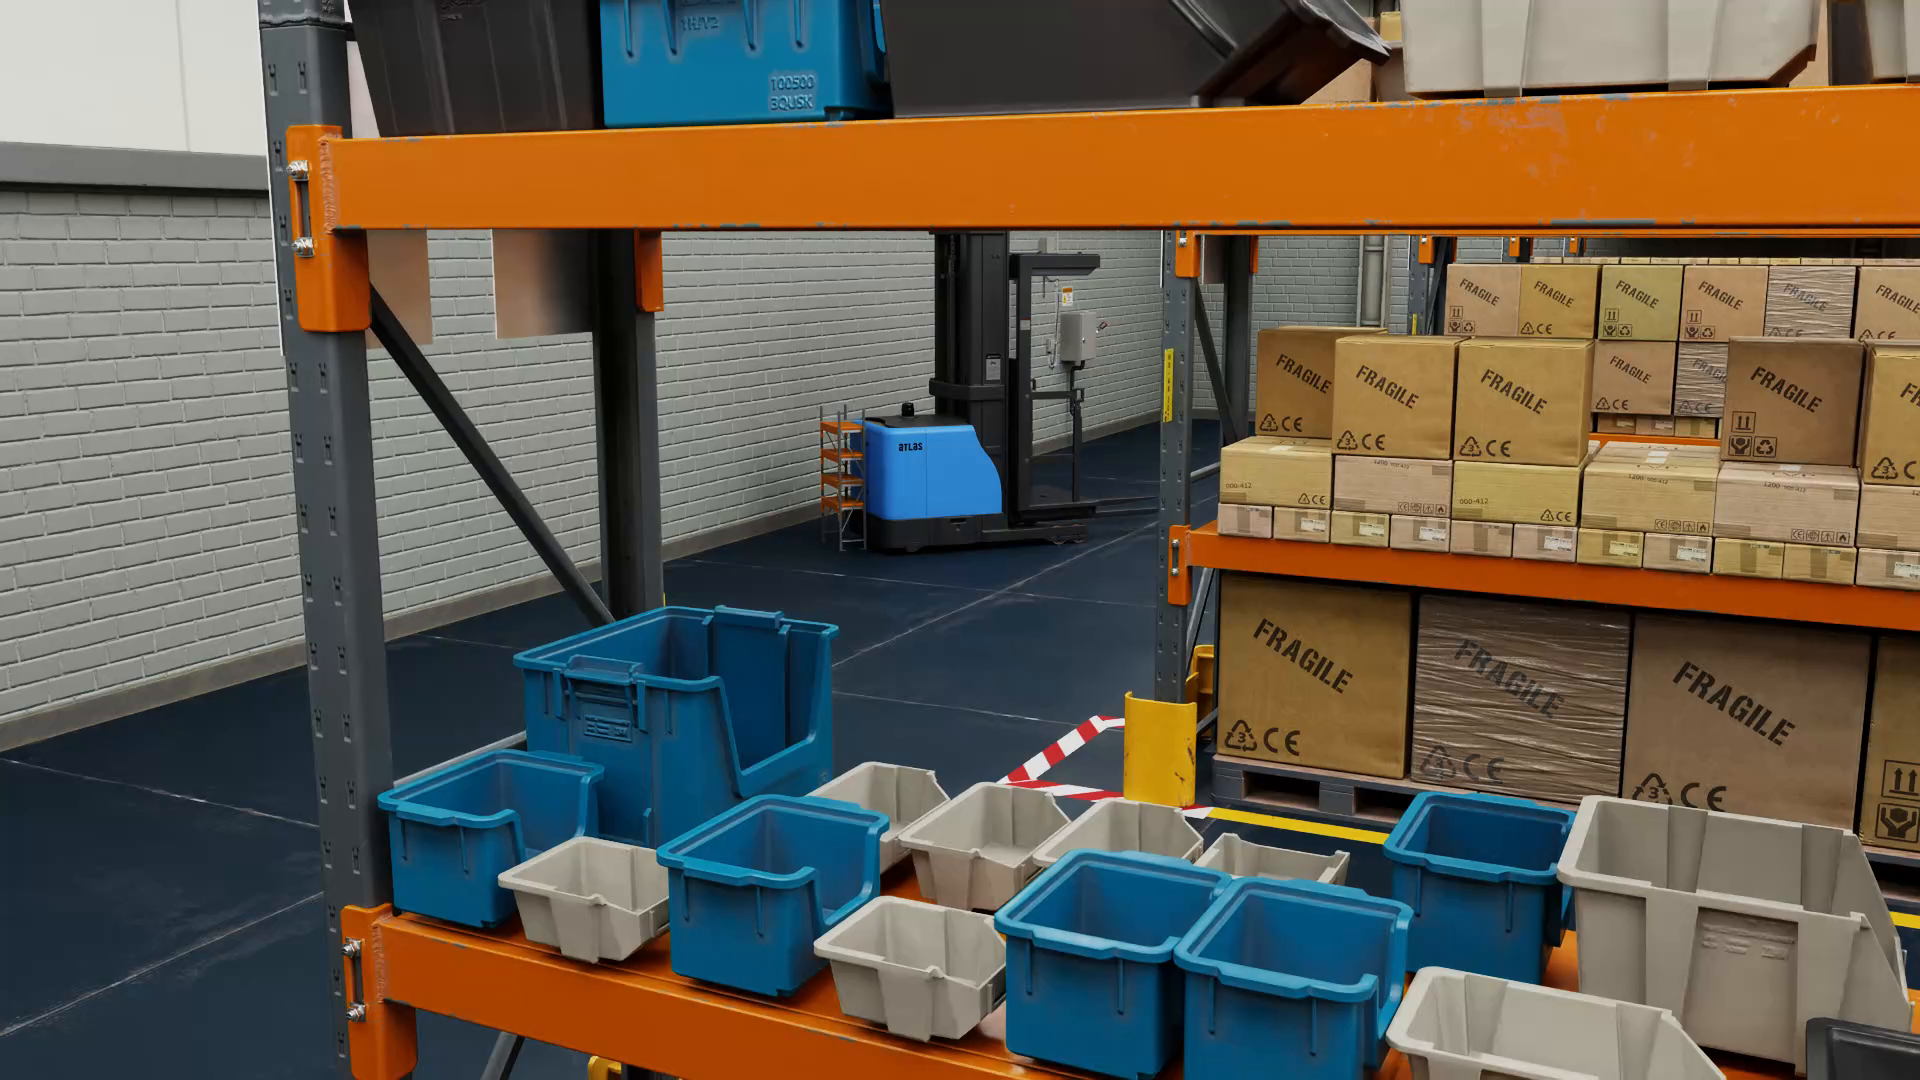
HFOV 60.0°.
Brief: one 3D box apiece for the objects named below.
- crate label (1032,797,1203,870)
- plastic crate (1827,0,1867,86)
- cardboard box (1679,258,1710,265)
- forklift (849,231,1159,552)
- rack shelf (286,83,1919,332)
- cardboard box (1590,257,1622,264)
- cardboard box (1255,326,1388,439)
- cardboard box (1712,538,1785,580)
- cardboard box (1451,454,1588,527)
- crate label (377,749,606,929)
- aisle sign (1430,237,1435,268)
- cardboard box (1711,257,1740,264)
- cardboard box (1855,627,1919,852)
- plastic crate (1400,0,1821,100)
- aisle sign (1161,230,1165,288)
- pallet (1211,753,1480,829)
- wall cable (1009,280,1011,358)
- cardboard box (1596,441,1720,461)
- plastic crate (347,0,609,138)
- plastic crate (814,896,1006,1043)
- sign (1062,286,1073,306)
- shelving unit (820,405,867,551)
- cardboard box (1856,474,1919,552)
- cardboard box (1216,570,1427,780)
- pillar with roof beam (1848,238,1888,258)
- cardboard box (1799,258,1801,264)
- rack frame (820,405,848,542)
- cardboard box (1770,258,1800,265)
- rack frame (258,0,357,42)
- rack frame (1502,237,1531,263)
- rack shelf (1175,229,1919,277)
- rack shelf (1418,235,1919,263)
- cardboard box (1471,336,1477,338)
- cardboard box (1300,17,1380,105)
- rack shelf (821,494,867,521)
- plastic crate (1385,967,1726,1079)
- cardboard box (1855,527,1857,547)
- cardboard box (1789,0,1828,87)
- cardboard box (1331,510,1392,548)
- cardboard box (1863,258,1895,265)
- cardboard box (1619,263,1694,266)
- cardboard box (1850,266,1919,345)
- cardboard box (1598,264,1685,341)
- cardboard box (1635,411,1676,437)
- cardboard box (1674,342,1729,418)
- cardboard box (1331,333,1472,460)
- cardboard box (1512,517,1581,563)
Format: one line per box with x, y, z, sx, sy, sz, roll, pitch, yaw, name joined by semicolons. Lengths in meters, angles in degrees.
0.326;0.649;3.295;0.243;0.136;0.396;5;11;26;crate label
1.595;-0.768;2.496;0.590;0.269;0.497;5;11;26;plastic crate
6.930;-2.587;15.694;0.250;0.149;0.380;5;11;26;cardboard box
0.582;-1.485;14.705;3.031;2.935;1.130;-4;11;-22;forklift
0.794;-0.494;2.637;4.000;0.370;1.077;5;11;26;rack shelf
6.222;-2.644;16.006;0.250;0.149;0.380;5;12;28;cardboard box
1.745;-0.766;8.021;0.500;0.500;0.500;5;11;27;cardboard box
3.208;0.045;6.765;0.250;0.149;0.380;5;11;25;cardboard box
2.421;-0.233;7.178;0.500;0.250;0.500;5;11;24;cardboard box
-0.924;0.595;3.322;0.303;0.233;0.416;5;11;26;crate label
3.545;-2.438;12.479;0.004;0.787;0.394;5;11;26;aisle sign
7.383;-2.652;16.053;0.250;0.149;0.380;5;12;28;cardboard box
4.223;0.768;6.849;0.875;0.875;0.875;5;11;26;cardboard box
0.852;-0.724;2.217;0.530;0.282;0.437;5;11;26;plastic crate
0.995;-1.558;7.616;0.004;0.787;0.394;5;11;26;aisle sign
1.944;1.102;8.051;1.213;0.211;1.003;5;11;26;pallet
0.510;-2.860;19.167;0.123;1.953;0.585;5;11;26;wall cable
3.124;-0.277;7.425;0.500;0.250;0.500;5;11;26;cardboard box
-0.777;-0.867;3.041;0.590;0.269;0.497;5;11;26;plastic crate
-0.064;0.734;2.823;0.298;0.136;0.250;5;11;26;plastic crate
1.360;-3.082;21.019;0.001;0.242;0.339;5;11;26;sign
-1.010;-0.544;14.367;0.258;1.200;0.503;-4;11;-22;shelving unit
3.802;-0.112;6.510;0.500;0.250;0.500;5;12;28;cardboard box
1.802;0.556;8.025;0.875;0.875;0.875;5;11;26;cardboard box
9.227;-4.845;16.232;0.400;9.000;9.100;5;11;26;pillar with roof beam
8.090;-2.601;15.770;0.250;0.149;0.380;5;11;24;cardboard box
-1.103;-0.584;14.589;0.240;1.200;0.015;-4;11;-22;rack frame
7.629;-2.533;15.395;0.250;0.149;0.380;5;11;25;cardboard box
-0.999;-2.482;3.176;0.127;3.000;1.000;5;11;26;rack frame
5.577;-1.904;16.826;0.127;3.000;1.000;5;11;26;rack frame
2.986;-1.285;7.007;4.000;0.370;1.077;5;11;26;rack shelf
5.271;-2.070;11.340;4.000;0.370;1.077;5;11;26;rack shelf
3.758;-1.221;11.940;0.500;0.500;0.500;6;12;29;cardboard box
1.682;-2.070;7.580;0.500;0.500;0.700;4;11;22;cardboard box
-1.010;-0.282;14.414;0.258;0.148;0.480;-4;11;-22;rack shelf
0.893;0.796;2.480;0.466;0.136;0.293;5;11;26;plastic crate
3.953;-0.020;7.126;0.250;0.149;0.380;5;11;24;cardboard box
3.571;-1.882;6.543;0.500;0.500;0.700;6;12;29;cardboard box
1.825;-0.077;7.436;0.250;0.149;0.380;5;11;24;cardboard box
8.340;-2.482;15.110;0.250;0.149;0.380;5;11;26;cardboard box
4.923;-1.717;11.871;0.500;0.500;0.500;6;12;29;cardboard box
6.057;-1.511;10.735;0.500;0.500;0.500;5;11;24;cardboard box
4.675;-1.632;11.400;0.500;0.500;0.500;5;11;25;cardboard box
4.821;-0.813;11.504;0.250;0.149;0.380;5;11;25;cardboard box
5.143;-1.103;11.288;0.500;0.500;0.500;5;11;24;cardboard box
1.952;-0.642;7.336;0.500;0.500;0.500;5;11;24;cardboard box
2.519;-0.016;7.100;0.250;0.149;0.380;5;11;25;cardboard box
